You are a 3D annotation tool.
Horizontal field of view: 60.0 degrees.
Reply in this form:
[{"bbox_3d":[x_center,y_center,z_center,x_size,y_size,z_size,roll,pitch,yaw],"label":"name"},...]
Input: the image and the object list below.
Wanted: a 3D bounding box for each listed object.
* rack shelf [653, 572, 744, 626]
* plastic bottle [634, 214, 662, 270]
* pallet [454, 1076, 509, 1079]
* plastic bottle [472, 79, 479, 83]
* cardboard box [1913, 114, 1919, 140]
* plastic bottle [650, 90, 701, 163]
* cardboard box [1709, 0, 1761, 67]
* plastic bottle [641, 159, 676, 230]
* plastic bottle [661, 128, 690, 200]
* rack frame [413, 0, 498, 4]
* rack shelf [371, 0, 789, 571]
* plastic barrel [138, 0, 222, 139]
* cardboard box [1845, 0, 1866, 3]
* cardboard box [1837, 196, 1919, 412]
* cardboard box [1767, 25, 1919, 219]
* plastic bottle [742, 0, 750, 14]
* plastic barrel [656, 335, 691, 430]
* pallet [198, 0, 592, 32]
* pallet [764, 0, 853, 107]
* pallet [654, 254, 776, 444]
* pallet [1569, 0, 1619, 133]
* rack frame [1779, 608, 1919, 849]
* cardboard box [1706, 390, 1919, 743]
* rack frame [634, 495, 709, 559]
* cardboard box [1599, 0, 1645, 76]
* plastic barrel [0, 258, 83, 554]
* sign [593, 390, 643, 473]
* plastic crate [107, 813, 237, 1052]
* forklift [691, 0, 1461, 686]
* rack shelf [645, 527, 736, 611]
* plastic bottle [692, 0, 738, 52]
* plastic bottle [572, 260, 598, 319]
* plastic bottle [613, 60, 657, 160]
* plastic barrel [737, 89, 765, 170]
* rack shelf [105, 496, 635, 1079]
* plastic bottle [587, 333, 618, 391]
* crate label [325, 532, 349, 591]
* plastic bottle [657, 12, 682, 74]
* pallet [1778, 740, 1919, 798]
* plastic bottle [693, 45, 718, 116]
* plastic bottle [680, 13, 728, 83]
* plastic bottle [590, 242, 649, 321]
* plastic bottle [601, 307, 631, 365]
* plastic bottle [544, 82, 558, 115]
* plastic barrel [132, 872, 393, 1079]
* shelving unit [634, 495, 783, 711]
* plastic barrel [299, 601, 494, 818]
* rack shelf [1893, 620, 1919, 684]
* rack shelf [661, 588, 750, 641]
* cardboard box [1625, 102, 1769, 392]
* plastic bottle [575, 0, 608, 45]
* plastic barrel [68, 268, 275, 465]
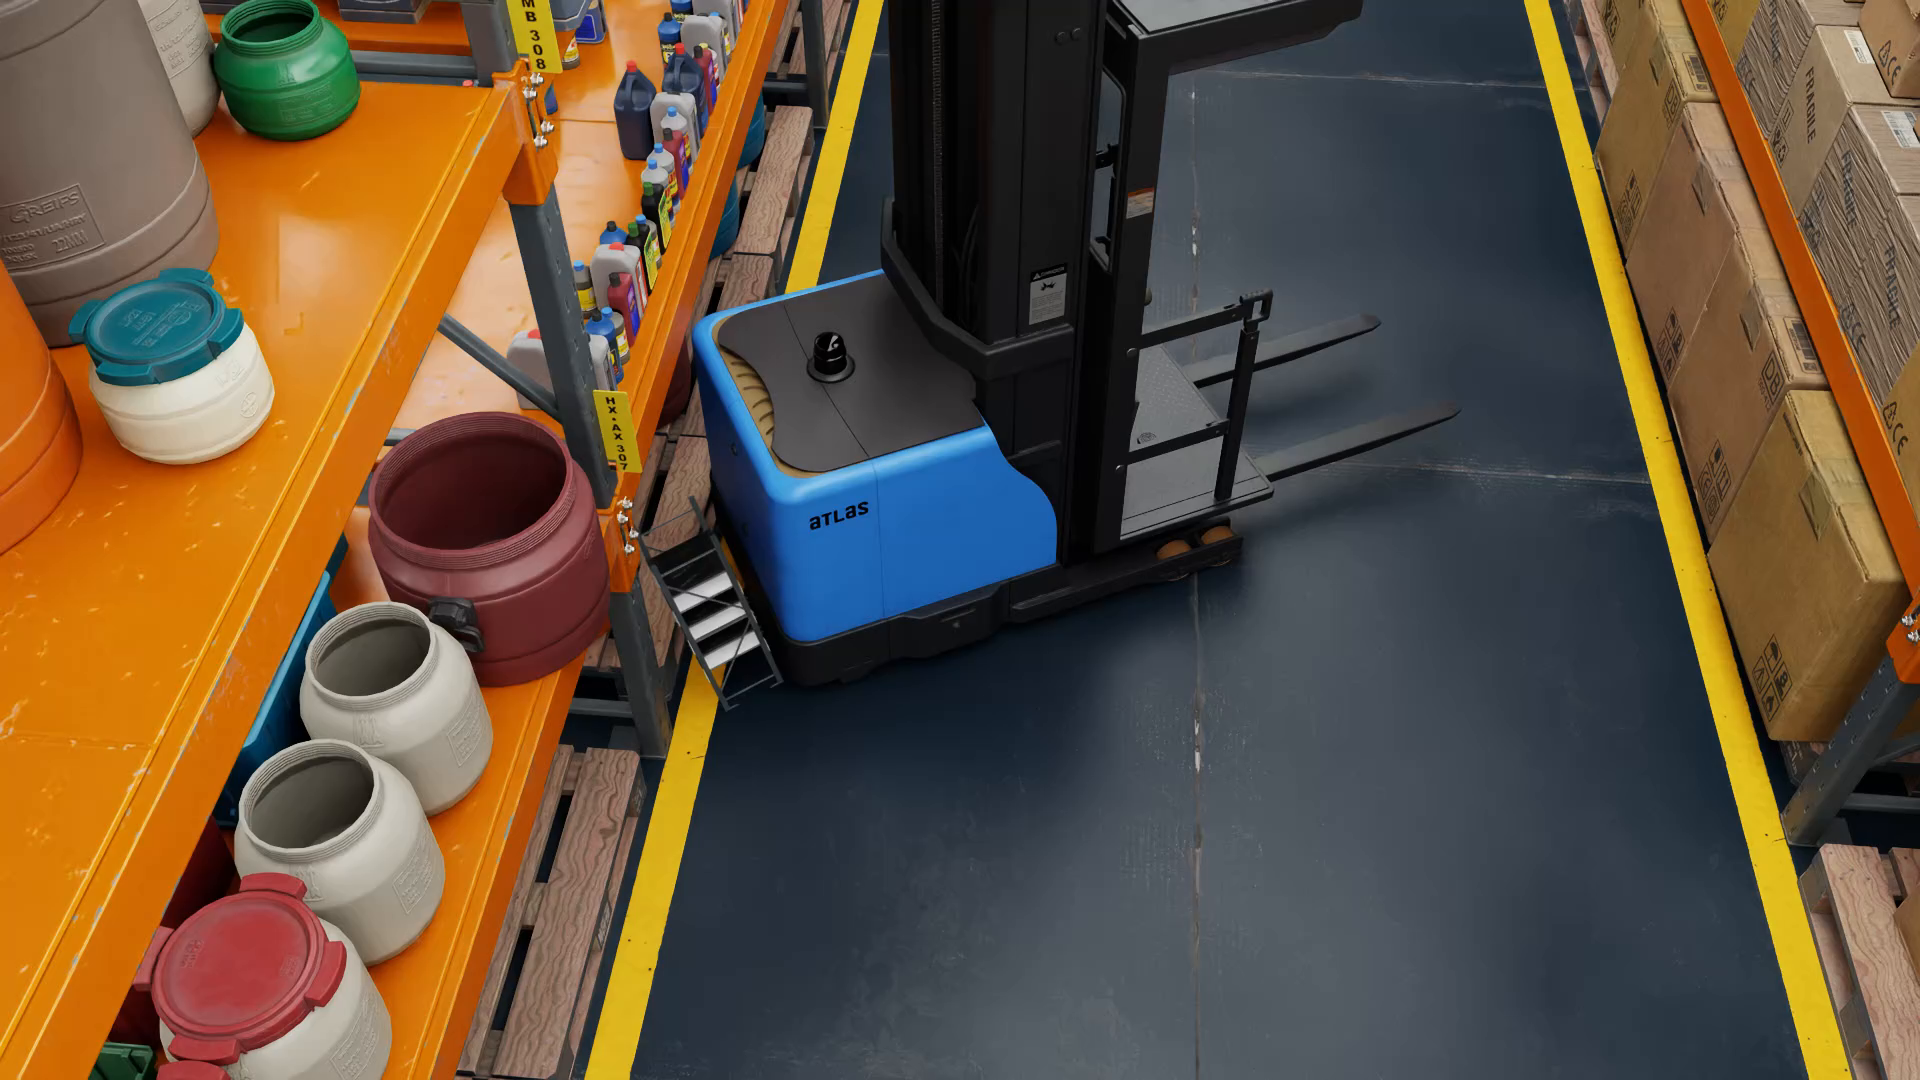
[{"bbox_3d":[-0.910,0.153,5.779,0.258,0.077,0.200,-27,52,-10],"label":"rack shelf"},{"bbox_3d":[-1.102,-1.044,5.807,0.097,0.201,0.097,0,48,0],"label":"plastic bottle"},{"bbox_3d":[-1.778,2.108,4.679,1.003,0.211,1.213,4,48,4],"label":"pallet"},{"bbox_3d":[-1.810,-1.654,6.309,0.061,0.283,0.133,4,48,4],"label":"plastic bottle"},{"bbox_3d":[3.522,-1.347,5.202,0.797,0.503,0.637,5,48,4],"label":"cardboard box"},{"bbox_3d":[-1.067,-1.567,6.234,0.152,0.276,0.135,4,48,4],"label":"plastic bottle"},{"bbox_3d":[3.406,-2.243,6.701,0.500,0.500,0.500,4,48,4],"label":"cardboard box"},{"bbox_3d":[-1.081,-1.237,5.936,0.097,0.271,0.097,0,48,0],"label":"plastic bottle"},{"bbox_3d":[-1.043,-1.396,6.073,0.061,0.283,0.133,4,48,4],"label":"plastic bottle"},{"bbox_3d":[-1.555,-2.318,2.772,1.000,3.000,0.127,4,48,4],"label":"rack frame"},{"bbox_3d":[-1.373,-1.520,6.595,1.077,0.370,4.000,4,48,4],"label":"rack shelf"},{"bbox_3d":[-1.888,-1.136,3.648,0.421,0.512,0.421,0,48,0],"label":"plastic barrel"},{"bbox_3d":[3.618,-2.298,6.072,0.797,0.503,0.637,4,48,4],"label":"cardboard box"},{"bbox_3d":[3.227,-0.739,5.326,0.500,0.500,0.500,3,48,3],"label":"cardboard box"},{"bbox_3d":[3.318,-1.495,6.017,0.500,0.500,0.500,5,48,4],"label":"cardboard box"},{"bbox_3d":[-0.965,-2.383,6.930,0.144,0.351,0.185,4,48,4],"label":"plastic bottle"},{"bbox_3d":[-1.424,-0.812,6.809,0.600,0.588,0.708,4,48,4],"label":"plastic barrel"},{"bbox_3d":[-1.388,-1.798,4.456,1.003,0.211,1.213,4,48,4],"label":"pallet"},{"bbox_3d":[-1.162,-2.835,9.199,1.003,0.211,1.213,4,48,4],"label":"pallet"},{"bbox_3d":[-1.411,-0.828,7.365,1.003,0.211,1.213,4,48,4],"label":"pallet"},{"bbox_3d":[3.889,-2.512,8.905,1.003,0.211,1.213,4,48,4],"label":"pallet"},{"bbox_3d":[3.377,0.040,4.681,1.000,3.000,0.127,4,48,4],"label":"rack frame"},{"bbox_3d":[3.461,0.109,5.773,1.225,0.875,0.875,2,48,2],"label":"cardboard box"},{"bbox_3d":[-0.932,0.175,5.955,0.240,0.900,0.006,-27,52,-10],"label":"rack frame"},{"bbox_3d":[3.882,-2.804,8.437,0.875,0.875,0.875,4,48,4],"label":"cardboard box"},{"bbox_3d":[-1.906,-0.381,2.742,0.600,0.830,0.708,4,48,4],"label":"plastic barrel"},{"bbox_3d":[-1.007,-0.317,4.896,0.100,0.325,0.005,4,48,4],"label":"sign"},{"bbox_3d":[-2.007,0.852,3.895,0.402,0.464,0.583,4,48,4],"label":"plastic crate"},{"bbox_3d":[0.575,-1.171,5.834,3.031,2.935,1.130,-18,50,-15],"label":"forklift"},{"bbox_3d":[-0.925,0.099,5.709,0.258,0.077,0.200,-27,52,-10],"label":"rack shelf"},{"bbox_3d":[-0.996,-2.142,6.760,0.152,0.276,0.135,4,48,4],"label":"plastic bottle"},{"bbox_3d":[-1.277,-0.857,5.636,0.097,0.201,0.097,0,48,0],"label":"plastic bottle"},{"bbox_3d":[-1.213,-1.621,6.233,0.144,0.351,0.185,4,48,4],"label":"plastic bottle"},{"bbox_3d":[-1.257,-2.268,7.929,0.600,0.901,0.708,4,48,4],"label":"plastic barrel"},{"bbox_3d":[-1.737,1.419,3.907,1.077,0.370,4.000,4,48,4],"label":"rack shelf"},{"bbox_3d":[-1.194,-0.548,5.302,0.152,0.276,0.135,4,48,4],"label":"plastic bottle"},{"bbox_3d":[-1.967,0.047,4.787,0.303,0.233,0.416,4,48,4],"label":"crate label"},{"bbox_3d":[-1.143,-1.964,6.601,0.097,0.271,0.097,0,48,0],"label":"plastic bottle"},{"bbox_3d":[3.524,0.407,6.235,1.003,0.211,1.213,4,48,4],"label":"pallet"},{"bbox_3d":[-0.993,-1.801,6.443,0.061,0.283,0.133,4,48,4],"label":"plastic bottle"},{"bbox_3d":[-1.017,-1.971,6.604,0.152,0.276,0.135,4,48,4],"label":"plastic bottle"},{"bbox_3d":[-1.152,-0.888,5.613,0.152,0.276,0.135,4,48,4],"label":"plastic bottle"},{"bbox_3d":[-1.147,-0.677,5.471,0.097,0.201,0.097,0,48,0],"label":"plastic bottle"},{"bbox_3d":[-1.630,-1.788,6.440,0.097,0.271,0.097,0,48,0],"label":"plastic bottle"},{"bbox_3d":[-1.508,1.055,3.660,0.433,0.535,0.433,0,48,0],"label":"plastic barrel"},{"bbox_3d":[-0.885,0.242,5.894,0.258,0.900,0.210,-27,52,-10],"label":"shelving unit"},{"bbox_3d":[-1.436,0.439,4.240,0.421,0.512,0.421,0,48,0],"label":"plastic barrel"},{"bbox_3d":[3.195,1.752,3.602,1.077,0.370,4.000,4,48,4],"label":"rack shelf"},{"bbox_3d":[-0.895,0.208,5.849,0.258,0.077,0.200,-27,52,-10],"label":"rack shelf"},{"bbox_3d":[3.623,-1.196,6.966,1.225,0.875,0.875,2,48,2],"label":"cardboard box"},{"bbox_3d":[-1.545,-2.186,6.800,0.152,0.276,0.135,4,48,4],"label":"plastic bottle"},{"bbox_3d":[-1.438,-0.309,3.061,0.301,0.262,0.301,0,48,0],"label":"plastic barrel"}]
